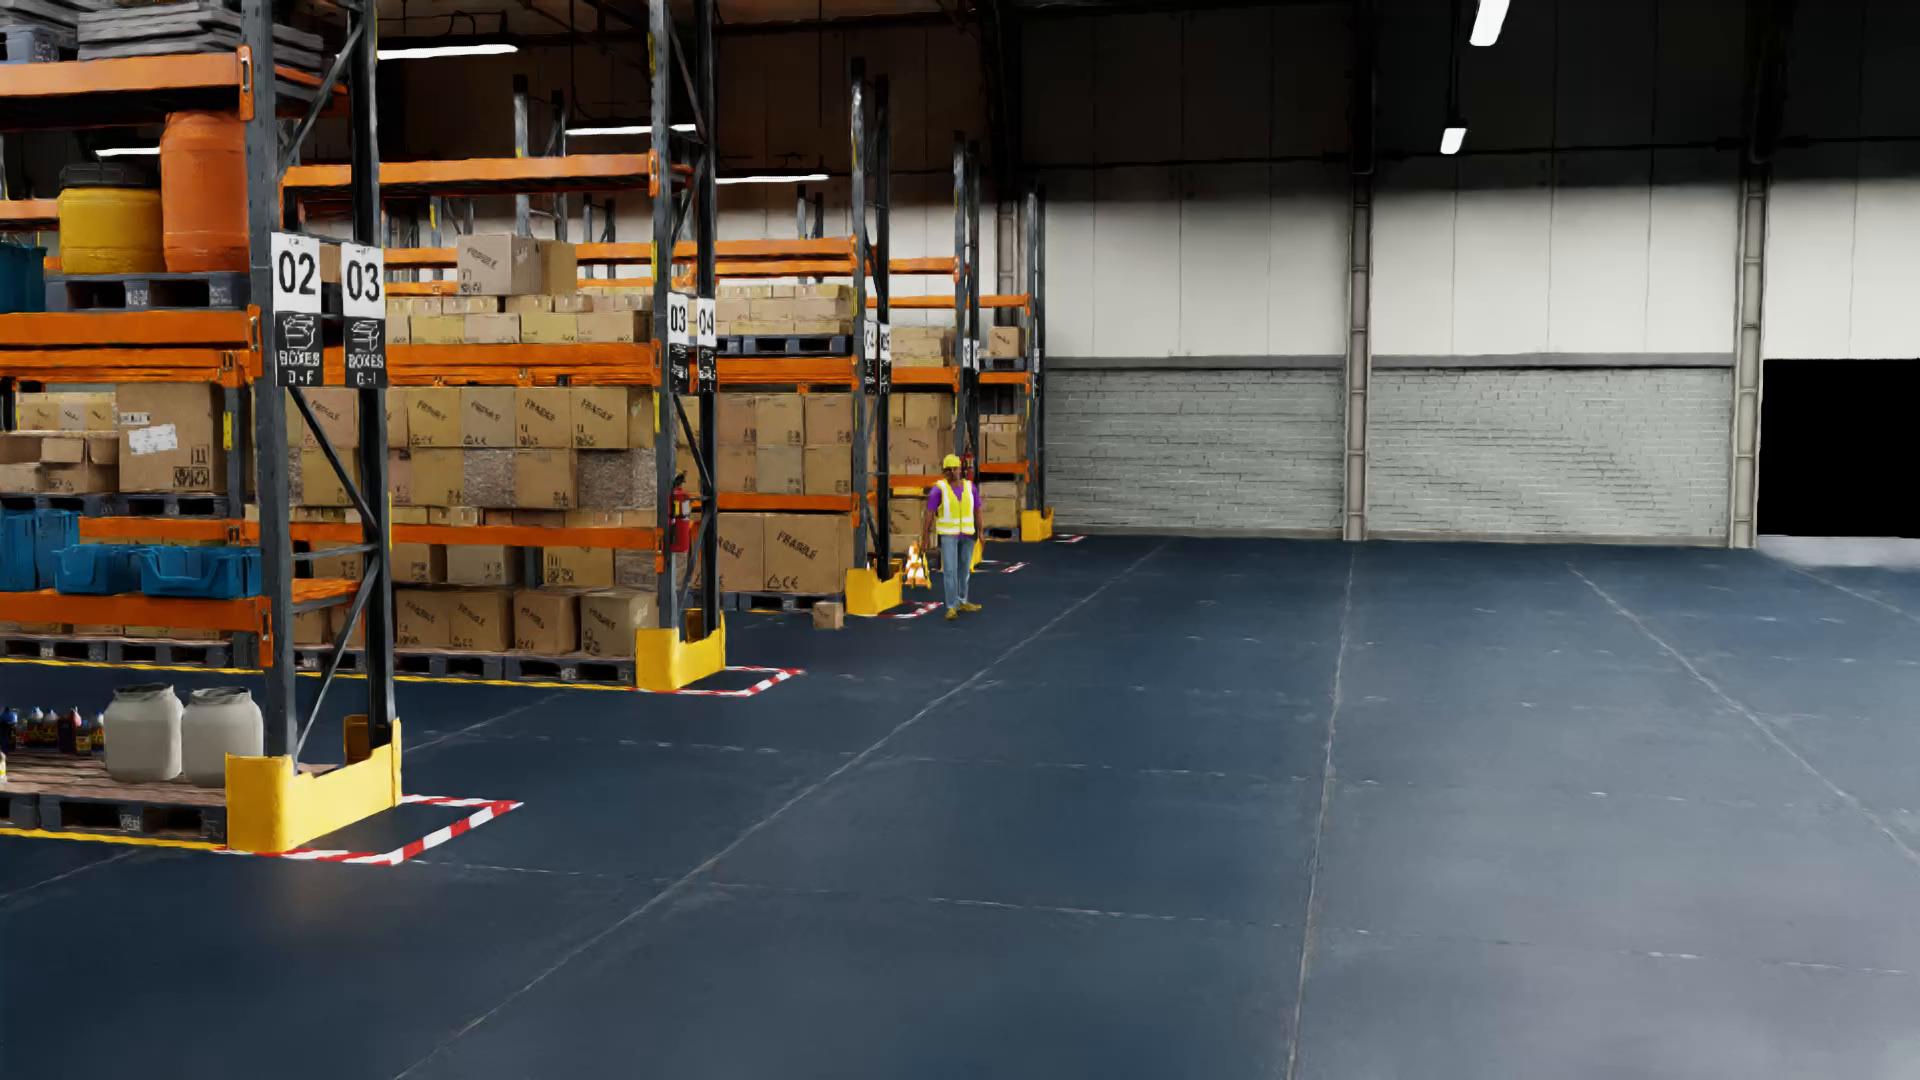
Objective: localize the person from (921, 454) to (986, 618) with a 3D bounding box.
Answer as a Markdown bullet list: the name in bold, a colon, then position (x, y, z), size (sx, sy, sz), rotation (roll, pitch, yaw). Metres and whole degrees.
- **person**: position (-0.040, -0.051, 18.027), size (0.743, 1.759, 0.602), rotation (-2, 5, -25)
